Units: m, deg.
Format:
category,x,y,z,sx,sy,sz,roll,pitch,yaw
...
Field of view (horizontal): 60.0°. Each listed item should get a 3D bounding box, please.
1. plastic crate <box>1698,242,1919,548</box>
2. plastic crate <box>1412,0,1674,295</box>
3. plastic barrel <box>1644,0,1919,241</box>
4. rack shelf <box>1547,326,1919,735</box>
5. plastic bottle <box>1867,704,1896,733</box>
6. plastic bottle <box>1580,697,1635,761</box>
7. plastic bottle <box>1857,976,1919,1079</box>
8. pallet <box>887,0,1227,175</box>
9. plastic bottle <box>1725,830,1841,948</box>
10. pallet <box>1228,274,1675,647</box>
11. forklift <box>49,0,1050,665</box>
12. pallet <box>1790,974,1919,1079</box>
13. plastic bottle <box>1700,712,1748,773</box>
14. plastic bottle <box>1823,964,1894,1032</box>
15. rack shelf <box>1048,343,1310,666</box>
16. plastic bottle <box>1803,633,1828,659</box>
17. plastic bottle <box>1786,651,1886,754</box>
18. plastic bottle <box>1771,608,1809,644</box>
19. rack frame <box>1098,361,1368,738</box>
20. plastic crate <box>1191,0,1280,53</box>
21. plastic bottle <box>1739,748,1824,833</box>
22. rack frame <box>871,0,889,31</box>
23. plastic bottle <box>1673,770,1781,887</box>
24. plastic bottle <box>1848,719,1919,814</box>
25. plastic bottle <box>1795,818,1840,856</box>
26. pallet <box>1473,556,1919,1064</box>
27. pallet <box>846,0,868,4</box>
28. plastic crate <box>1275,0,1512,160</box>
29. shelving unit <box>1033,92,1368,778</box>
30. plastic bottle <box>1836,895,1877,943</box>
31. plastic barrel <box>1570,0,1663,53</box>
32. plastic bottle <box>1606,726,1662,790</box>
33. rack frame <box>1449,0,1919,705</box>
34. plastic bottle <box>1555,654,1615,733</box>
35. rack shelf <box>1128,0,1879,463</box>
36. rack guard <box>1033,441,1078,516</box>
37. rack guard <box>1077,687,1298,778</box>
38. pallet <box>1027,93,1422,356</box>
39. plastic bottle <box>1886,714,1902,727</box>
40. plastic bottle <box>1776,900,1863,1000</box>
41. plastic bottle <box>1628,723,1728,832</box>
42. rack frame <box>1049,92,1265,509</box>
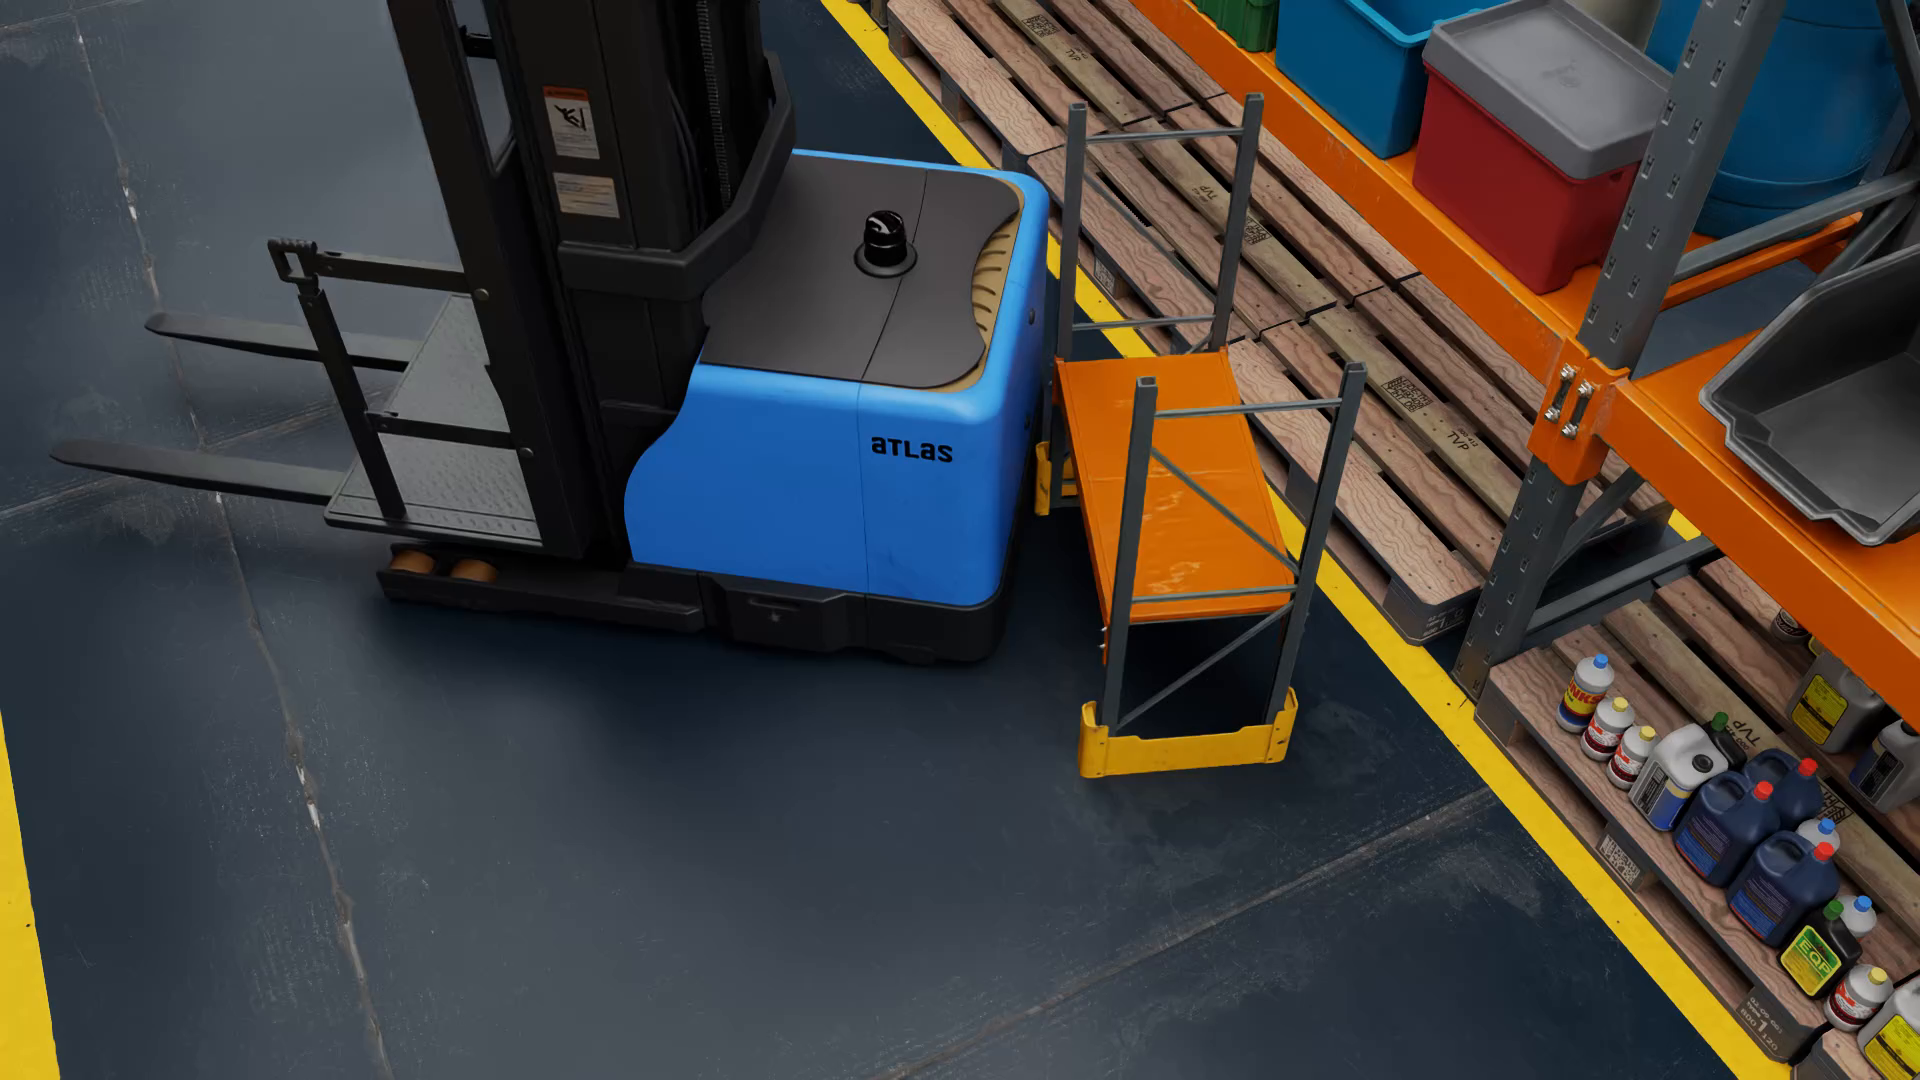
category,x,y,z,sx,sy,sz,roll,pitch,yaw
plastic crate,2.042,-0.305,3.566,0.767,0.338,0.504,-21,52,-18
plastic crate,1.422,-0.960,4.054,0.402,0.464,0.583,-21,52,-18
plastic barrel,2.008,-1.248,4.016,0.600,0.901,0.708,-21,52,-18
rack shelf,2.830,0.855,2.987,1.077,0.370,4.000,-21,52,-18
plastic bottle,2.466,0.339,4.428,0.144,0.351,0.185,-22,53,-18
plastic bottle,1.718,0.489,4.397,0.097,0.201,0.097,0,49,0
plastic bottle,2.196,1.101,3.762,0.144,0.351,0.185,-22,52,-18
pallet,0.405,-1.947,6.813,1.003,0.211,1.213,-21,52,-18
plastic bottle,2.002,0.817,4.010,0.144,0.351,0.185,-23,53,-19
pallet,1.521,-0.314,5.385,1.003,0.211,1.213,-21,52,-18
forklift,-1.297,-1.136,4.296,3.031,2.935,1.130,7,49,6
pallet,2.748,1.479,3.816,1.003,0.211,1.213,-21,52,-18
plastic bottle,1.938,0.564,4.277,0.061,0.283,0.133,-21,52,-18
plastic bottle,2.111,1.063,3.894,0.097,0.201,0.097,0,49,0
rack shelf,0.578,-0.125,4.602,0.538,0.185,1.000,-4,49,-4
plastic bottle,2.429,0.238,4.562,0.061,0.283,0.133,-19,51,-16
plastic bottle,2.338,0.389,4.385,0.144,0.351,0.185,-21,52,-18
plastic bottle,2.358,0.192,4.656,0.097,0.201,0.097,0,49,0
rack frame,0.628,0.138,4.133,0.500,1.500,0.032,-4,49,-4
plastic crate,0.867,-1.719,4.901,0.450,0.188,0.662,-21,52,-18
plastic bottle,2.044,0.641,4.164,0.144,0.351,0.185,-21,52,-18
rack frame,0.085,-3.397,6.228,1.000,3.000,0.127,-21,52,-18
plastic bottle,1.916,0.690,4.121,0.144,0.351,0.185,-20,52,-17
plastic bottle,2.434,0.560,4.285,0.152,0.276,0.135,-21,52,-18
plastic bottle,2.089,0.772,4.102,0.097,0.271,0.097,0,49,0
pallet,2.185,0.662,4.531,1.003,0.211,1.213,-21,52,-18
pallet,-0.313,-2.992,7.727,1.003,0.211,1.213,-21,52,-18
plastic crate,1.134,-1.346,4.445,0.392,0.384,0.575,-21,52,-18
shelving unit,0.577,-0.250,4.472,0.587,1.500,1.083,-4,49,-4
plastic bottle,2.103,0.928,3.965,0.097,0.271,0.097,0,49,0
plastic barrel,1.672,-1.481,4.462,0.433,0.535,0.433,0,49,0
plastic bottle,1.764,0.557,4.337,0.097,0.201,0.097,0,49,0
rack frame,1.915,-0.720,3.887,1.000,3.000,0.127,-21,52,-18
plastic bottle,1.671,0.398,4.430,0.097,0.271,0.097,0,49,0
rack shelf,1.000,-1.822,5.328,1.077,0.370,4.000,-21,52,-18
rack guard,0.528,-0.212,5.269,0.587,0.250,0.087,-4,49,-4
rack guard,0.626,0.534,4.616,0.587,0.250,0.087,-4,49,-4
pallet,0.959,-1.132,6.100,1.003,0.211,1.213,-21,52,-18
plastic bottle,2.554,0.467,4.316,0.144,0.351,0.185,-24,53,-19
plastic bottle,2.040,0.964,3.927,0.061,0.283,0.133,-19,52,-16
plastic bottle,1.843,0.603,4.247,0.152,0.276,0.135,-19,52,-16
rack frame,0.528,-0.624,4.799,0.500,1.500,0.032,-4,49,-4
